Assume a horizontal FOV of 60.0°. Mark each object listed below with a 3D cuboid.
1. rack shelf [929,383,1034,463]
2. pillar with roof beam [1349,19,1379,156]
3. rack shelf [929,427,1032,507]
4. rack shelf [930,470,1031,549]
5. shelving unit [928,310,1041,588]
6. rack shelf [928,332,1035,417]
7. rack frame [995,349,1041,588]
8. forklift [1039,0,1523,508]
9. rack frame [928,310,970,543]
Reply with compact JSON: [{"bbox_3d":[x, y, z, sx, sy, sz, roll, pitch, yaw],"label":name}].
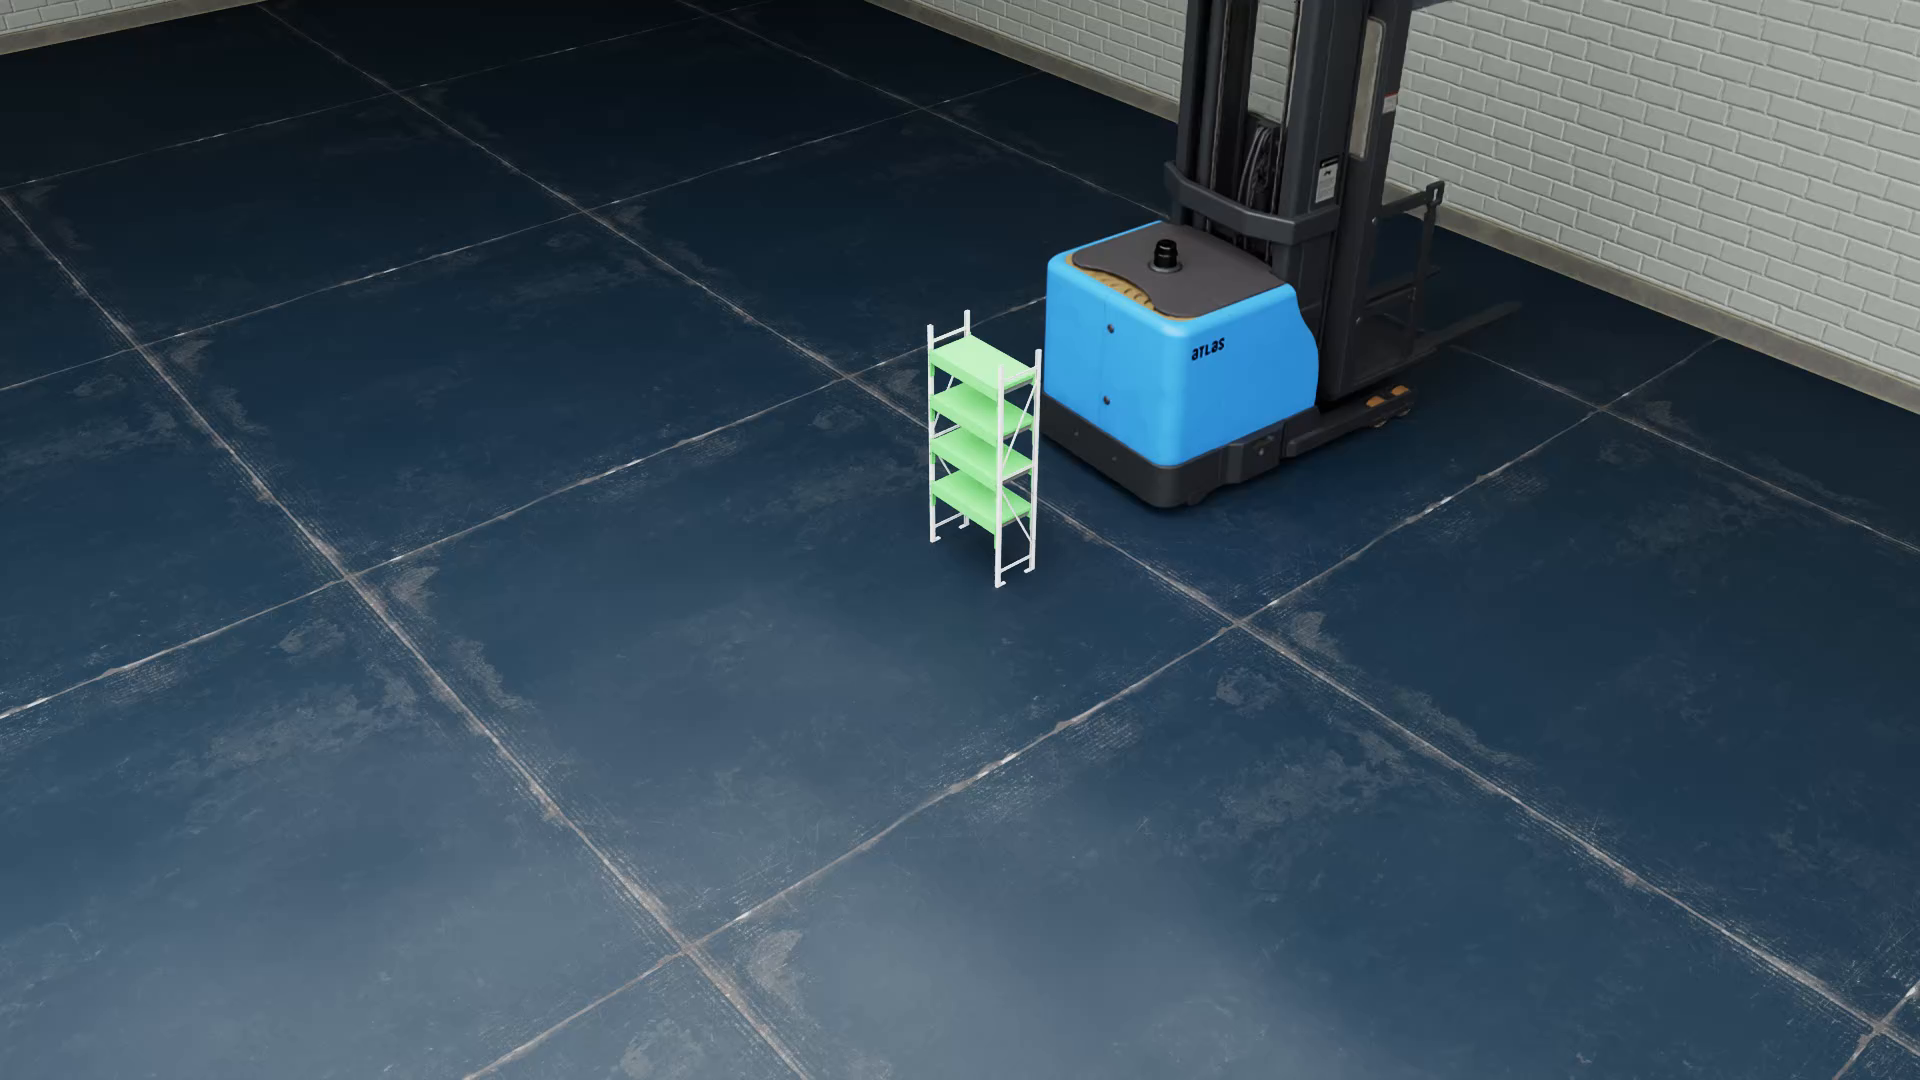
[{"bbox_3d":[0.107,-0.560,7.698,0.258,0.148,0.480,-26,43,-32],"label":"rack shelf"},{"bbox_3d":[-0.744,-4.562,6.906,9.100,9.000,0.400,-26,43,-32],"label":"pillar with roof beam"},{"bbox_3d":[0.107,-0.364,7.837,0.258,0.148,0.480,-26,43,-32],"label":"rack shelf"},{"bbox_3d":[0.107,-0.169,7.976,0.258,0.148,0.480,-26,43,-32],"label":"rack shelf"},{"bbox_3d":[0.107,-0.417,7.800,0.258,1.200,0.503,-26,43,-32],"label":"shelving unit"},{"bbox_3d":[0.107,-0.756,7.560,0.258,0.148,0.480,-26,43,-32],"label":"rack shelf"},{"bbox_3d":[0.264,-0.309,7.648,0.240,1.200,0.015,-26,43,-32],"label":"rack frame"},{"bbox_3d":[1.914,-2.038,8.592,3.031,2.935,1.130,-23,41,-29],"label":"forklift"},{"bbox_3d":[-0.051,-0.524,7.952,0.240,1.200,0.015,-26,43,-32],"label":"rack frame"}]
